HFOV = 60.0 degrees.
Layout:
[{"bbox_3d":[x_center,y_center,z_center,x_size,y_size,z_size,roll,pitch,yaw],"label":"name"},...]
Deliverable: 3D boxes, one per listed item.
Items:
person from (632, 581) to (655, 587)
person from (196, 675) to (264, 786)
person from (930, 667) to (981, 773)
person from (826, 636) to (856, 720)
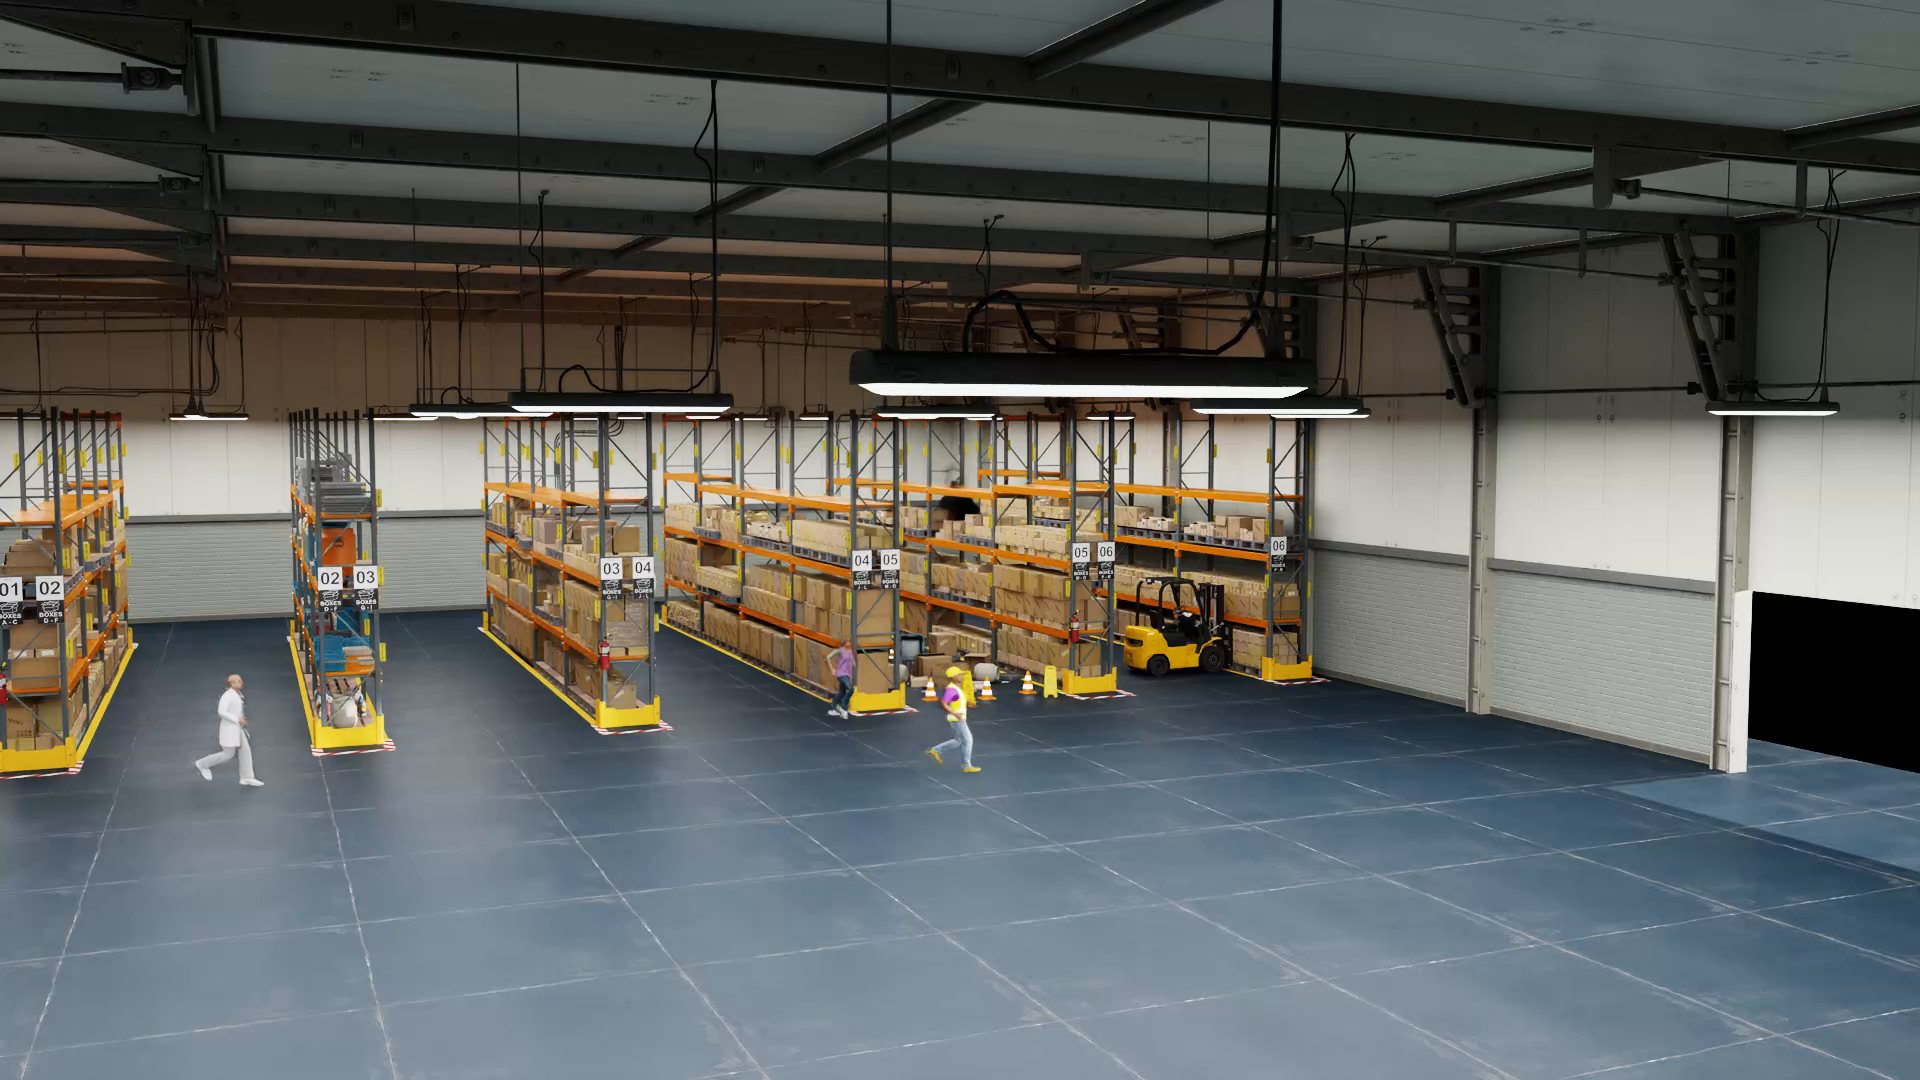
[{"bbox_3d":[-9.256,1.508,48.428,0.679,1.709,0.742,3,5,40],"label":"person"},{"bbox_3d":[-11.525,3.008,26.240,1.039,1.771,0.735,0,4,-5],"label":"person"},{"bbox_3d":[-0.081,2.944,27.286,0.846,1.739,0.714,0,4,4],"label":"person"},{"bbox_3d":[-2.280,2.665,32.347,0.641,1.588,0.543,2,4,26],"label":"person"}]
